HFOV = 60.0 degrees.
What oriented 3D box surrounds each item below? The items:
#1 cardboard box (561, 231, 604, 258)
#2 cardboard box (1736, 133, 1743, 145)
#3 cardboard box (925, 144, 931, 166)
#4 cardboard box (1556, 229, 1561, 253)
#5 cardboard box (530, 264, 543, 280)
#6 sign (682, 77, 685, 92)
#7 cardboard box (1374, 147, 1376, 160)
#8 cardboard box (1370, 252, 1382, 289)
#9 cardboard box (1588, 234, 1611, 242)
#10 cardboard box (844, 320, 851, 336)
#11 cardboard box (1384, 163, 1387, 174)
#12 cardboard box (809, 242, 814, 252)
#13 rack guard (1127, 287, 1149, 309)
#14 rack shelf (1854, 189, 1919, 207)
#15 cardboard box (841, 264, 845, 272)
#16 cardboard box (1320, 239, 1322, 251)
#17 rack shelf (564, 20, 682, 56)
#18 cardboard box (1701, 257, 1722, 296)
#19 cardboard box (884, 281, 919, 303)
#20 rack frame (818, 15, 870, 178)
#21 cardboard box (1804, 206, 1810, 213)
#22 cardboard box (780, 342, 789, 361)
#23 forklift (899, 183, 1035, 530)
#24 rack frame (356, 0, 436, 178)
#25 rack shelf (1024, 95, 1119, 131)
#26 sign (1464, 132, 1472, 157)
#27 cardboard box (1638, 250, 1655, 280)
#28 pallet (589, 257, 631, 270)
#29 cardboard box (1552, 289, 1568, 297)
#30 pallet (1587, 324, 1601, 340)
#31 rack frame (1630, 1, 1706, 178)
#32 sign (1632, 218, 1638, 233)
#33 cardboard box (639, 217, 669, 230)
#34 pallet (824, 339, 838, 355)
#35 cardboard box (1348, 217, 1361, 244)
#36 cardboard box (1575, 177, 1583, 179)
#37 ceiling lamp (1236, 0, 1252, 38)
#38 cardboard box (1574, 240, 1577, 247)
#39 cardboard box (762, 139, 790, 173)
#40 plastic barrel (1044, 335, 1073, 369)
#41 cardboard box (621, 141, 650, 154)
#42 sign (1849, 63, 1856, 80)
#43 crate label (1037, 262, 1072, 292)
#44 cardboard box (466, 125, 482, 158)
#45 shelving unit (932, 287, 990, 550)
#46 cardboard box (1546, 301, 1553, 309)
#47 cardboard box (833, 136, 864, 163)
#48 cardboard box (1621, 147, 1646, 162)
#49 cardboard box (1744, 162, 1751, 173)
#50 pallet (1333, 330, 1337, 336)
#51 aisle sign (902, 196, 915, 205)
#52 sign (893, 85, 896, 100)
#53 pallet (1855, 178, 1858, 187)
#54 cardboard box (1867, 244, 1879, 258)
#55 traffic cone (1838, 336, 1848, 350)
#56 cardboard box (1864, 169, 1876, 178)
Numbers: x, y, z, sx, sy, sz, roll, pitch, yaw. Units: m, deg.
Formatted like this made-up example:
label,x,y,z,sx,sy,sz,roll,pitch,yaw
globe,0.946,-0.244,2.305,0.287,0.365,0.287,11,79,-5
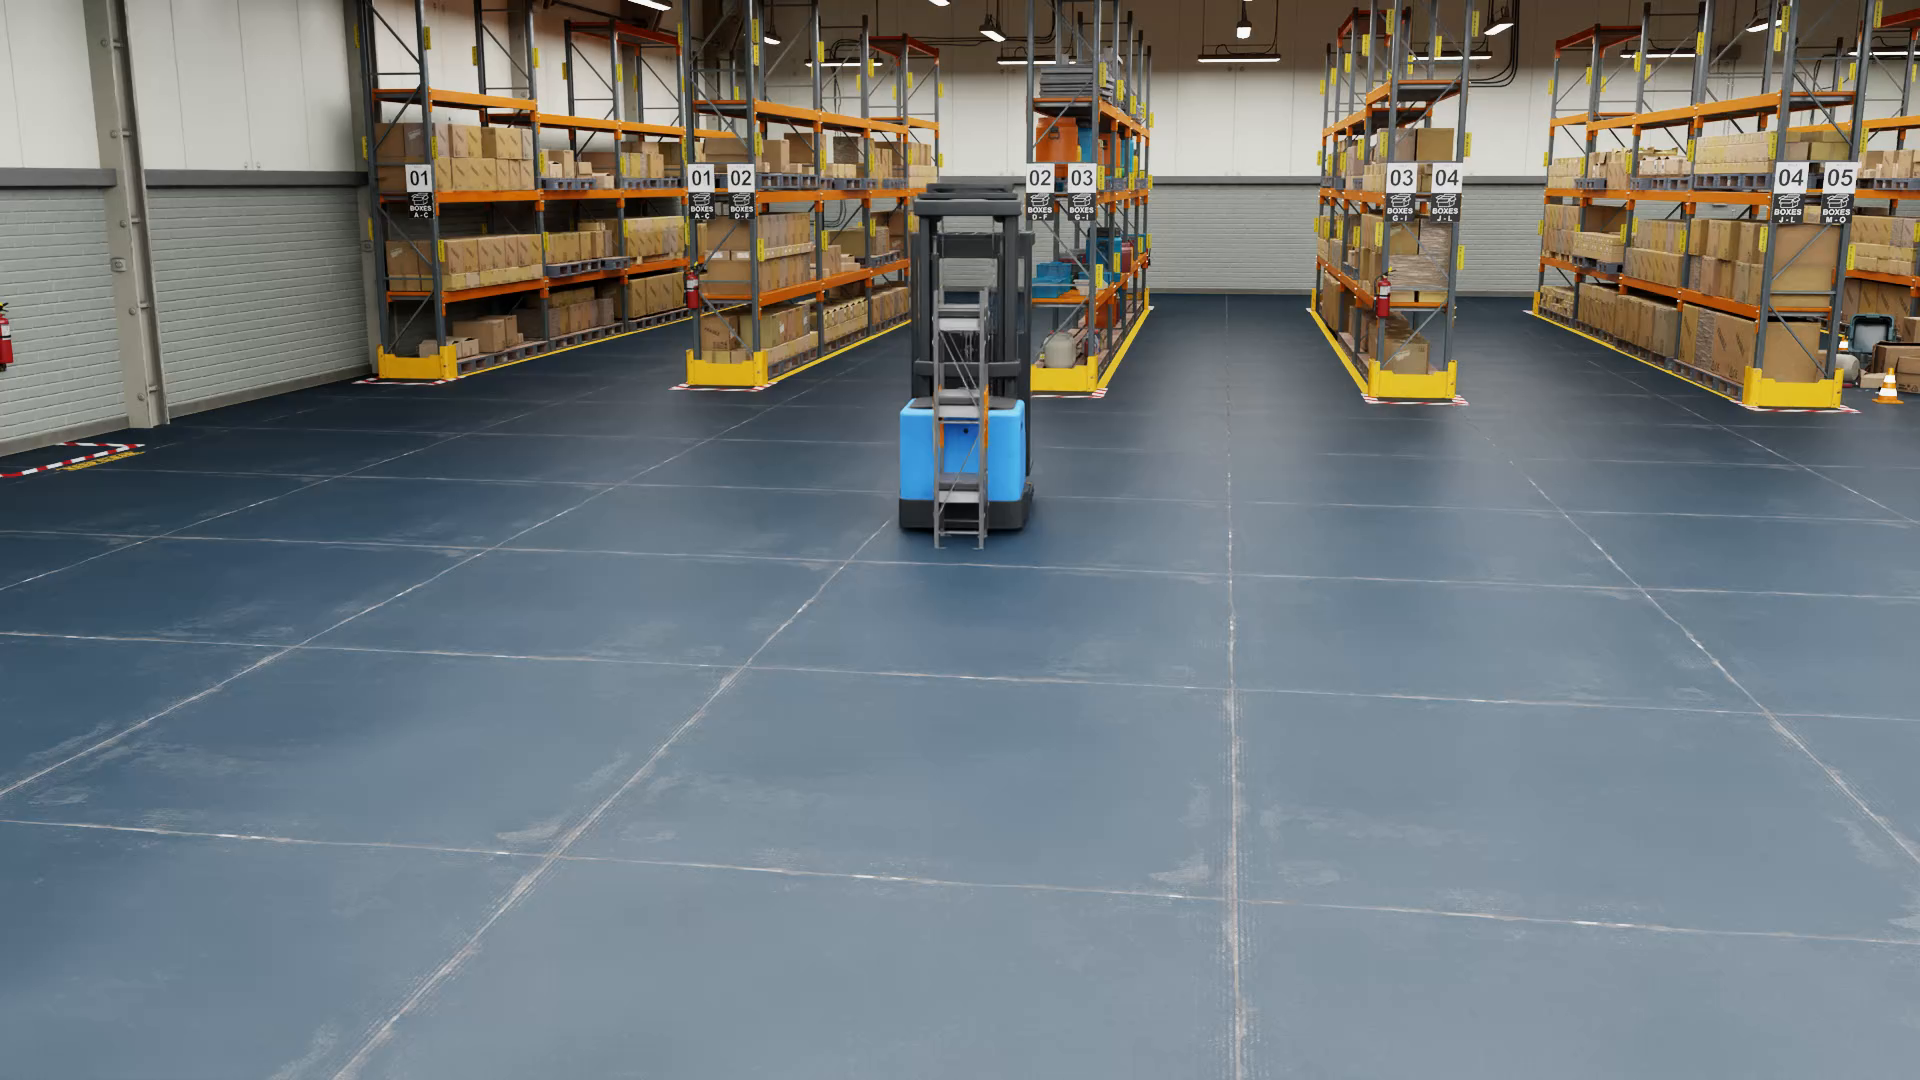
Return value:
label,x,y,z,sx,sy,sz,roll,pitch,yaw
cardboard box,-7.247,-5.669,31.898,0.700,0.500,0.500,1,12,3
cardboard box,11.125,-5.625,23.325,0.380,0.149,0.250,2,12,8
cardboard box,-1.063,-9.023,39.010,0.700,0.500,0.500,2,12,9
cardboard box,13.114,-6.412,35.684,0.500,0.500,0.500,2,12,7
cardboard box,-7.514,-4.616,28.601,0.500,0.250,0.500,2,12,9
sign,-5.972,-9.866,36.009,0.100,0.325,0.005,2,12,9
cardboard box,7.113,-6.123,26.924,0.797,0.503,0.637,1,12,6
cardboard box,6.397,-3.890,23.979,0.875,0.500,0.500,2,12,9
cardboard box,12.345,-5.827,32.099,0.380,0.149,0.250,2,12,11
cardboard box,-2.302,-3.885,30.432,0.500,0.250,0.500,2,12,10
cardboard box,6.062,-5.130,22.965,0.380,0.149,0.250,2,12,9
cardboard box,-2.675,-4.931,27.975,0.380,0.149,0.250,2,12,9
rack guard,3.885,-5.748,39.480,1.175,0.500,0.348,2,12,9
rack shelf,17.657,-6.349,30.921,1.077,0.370,4.000,2,12,9
cardboard box,-2.371,-5.071,30.999,0.380,0.149,0.250,3,12,13
cardboard box,8.293,-6.572,37.021,0.500,0.250,0.500,1,12,7
rack shelf,-6.818,-10.243,33.979,1.077,0.370,4.000,2,12,9
cardboard box,11.521,-3.897,24.600,0.875,0.550,0.550,2,12,9
cardboard box,-1.331,-5.680,38.109,0.797,0.503,0.637,2,12,9
rack frame,-2.230,-8.394,31.581,1.000,3.000,0.127,2,12,9
cardboard box,17.972,-6.952,34.980,0.380,0.149,0.250,2,12,7
cardboard box,-3.008,-2.969,26.182,0.500,0.250,0.500,2,12,9
forklift,0.121,-1.779,15.290,1.130,2.935,3.031,1,12,5
rack frame,-8.356,-6.888,24.594,1.000,3.000,0.127,2,12,9
rack shelf,1.741,-6.436,25.155,1.077,0.370,4.000,2,12,9
sign,6.864,-5.350,22.503,0.100,0.325,0.005,2,12,9
cardboard box,11.954,-4.711,28.494,0.500,0.500,0.500,2,12,9
pallet,-7.130,-5.375,32.270,1.213,0.211,1.003,2,12,9
cardboard box,13.074,-5.353,36.068,0.380,0.149,0.250,2,12,10
pallet,12.755,-4.010,32.100,1.003,0.211,1.213,2,12,9
rack frame,12.443,-7.890,29.244,1.000,3.000,0.127,2,12,9
sign,13.607,-6.339,33.538,0.100,0.325,0.005,2,12,9
cardboard box,-6.496,-6.706,35.220,0.500,0.250,0.500,2,12,10
pallet,-2.771,-3.420,29.360,1.003,0.211,1.213,2,12,9
cardboard box,7.686,-5.830,31.307,0.797,0.503,0.637,2,12,11
cardboard box,12.867,-7.294,33.955,0.500,0.250,0.500,2,12,10
ceiling lamp,5.916,-11.654,32.854,0.800,3.185,2.000,2,12,9
cardboard box,12.543,-5.951,33.380,0.380,0.149,0.250,2,12,10
cardboard box,-2.935,-5.921,25.663,0.500,0.500,0.500,2,12,9
plastic barrel,1.459,-2.763,24.602,0.421,0.512,0.421,0,12,0
cardboard box,-6.845,-8.256,35.000,0.500,0.250,0.500,1,12,7
sign,17.420,-9.140,32.454,0.100,0.325,0.005,2,12,9
crate label,1.449,-4.043,25.552,0.502,0.435,0.616,2,12,9
cardboard box,-7.862,-6.251,26.102,0.500,0.500,0.500,2,12,10
shelving unit,0.011,-0.998,13.641,0.431,2.100,0.503,1,12,5
cardboard box,13.138,-5.177,36.665,0.380,0.149,0.250,2,12,9
cardboard box,-2.157,-7.555,32.201,0.500,0.500,0.500,2,12,9
cardboard box,12.313,-7.047,30.397,0.396,0.266,0.258,2,12,9
cardboard box,11.047,-5.128,22.912,0.380,0.149,0.250,2,12,9
pallet,7.943,-4.191,32.939,1.003,0.211,1.213,2,12,9
aisle sign,-1.279,-8.421,39.776,0.394,0.787,0.004,2,12,9
sign,-1.536,-10.572,39.283,0.100,0.325,0.005,2,12,9
pallet,18.101,-7.244,33.576,1.003,0.211,1.213,2,12,9
cardboard box,17.387,-5.420,31.194,0.500,0.250,0.500,2,12,7
traffic cone,14.599,-3.141,27.472,0.336,0.463,0.334,2,12,9
cardboard box,17.425,-6.956,31.588,0.380,0.166,0.250,1,12,5
